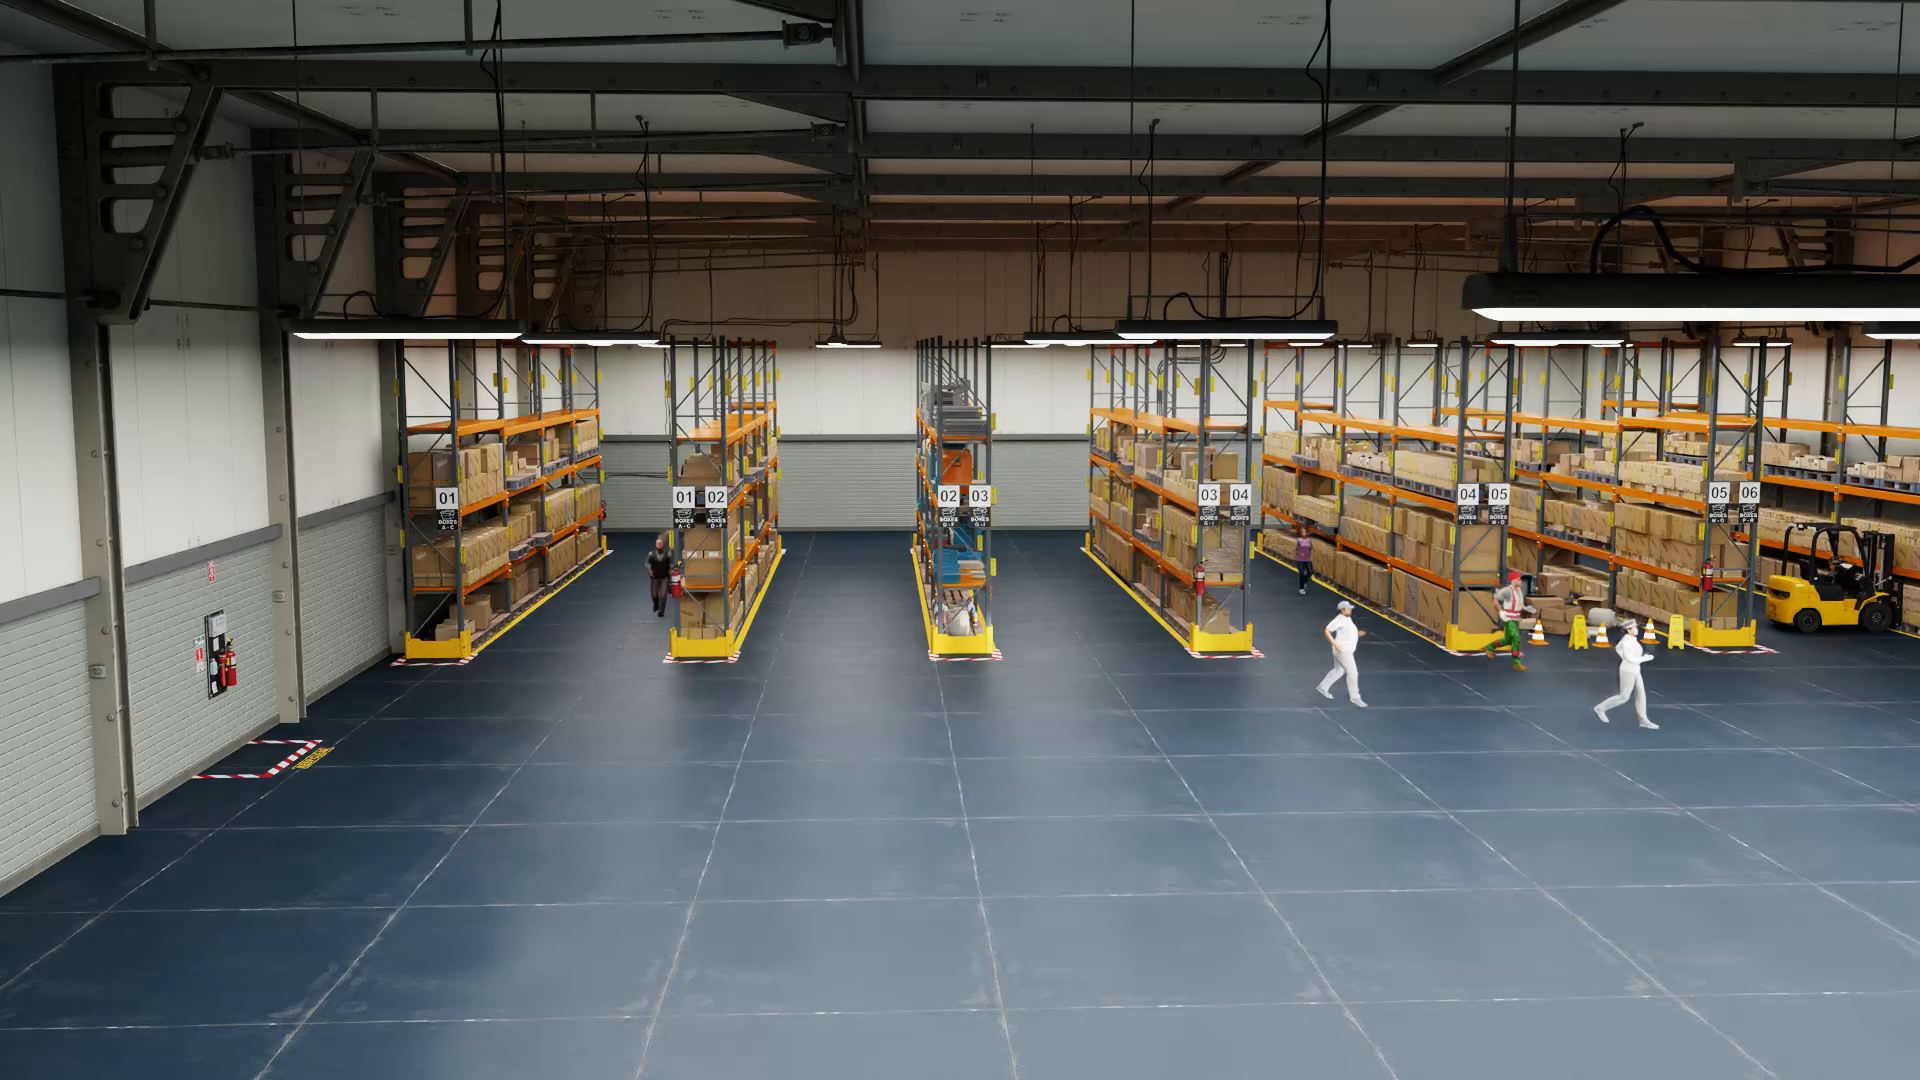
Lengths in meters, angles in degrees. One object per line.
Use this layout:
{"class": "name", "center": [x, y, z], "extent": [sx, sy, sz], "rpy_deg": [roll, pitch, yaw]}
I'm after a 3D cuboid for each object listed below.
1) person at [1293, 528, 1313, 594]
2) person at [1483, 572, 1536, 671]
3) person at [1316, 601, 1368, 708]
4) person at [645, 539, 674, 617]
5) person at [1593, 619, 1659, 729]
{"class": "person", "center": [8.122, 0.498, 39.187], "extent": [0.526, 1.552, 0.536], "rpy_deg": [-1, 7, -7]}
{"class": "person", "center": [9.883, 1.435, 30.053], "extent": [0.630, 1.772, 0.951], "rpy_deg": [-6, 9, -43]}
{"class": "person", "center": [6.221, 1.829, 26.954], "extent": [0.849, 1.695, 0.591], "rpy_deg": [3, 7, 25]}
{"class": "person", "center": [-6.465, 0.816, 35.890], "extent": [0.647, 1.677, 0.580], "rpy_deg": [-1, 7, -10]}
{"class": "person", "center": [10.140, 2.008, 25.222], "extent": [0.928, 1.674, 0.615], "rpy_deg": [4, 7, 29]}
